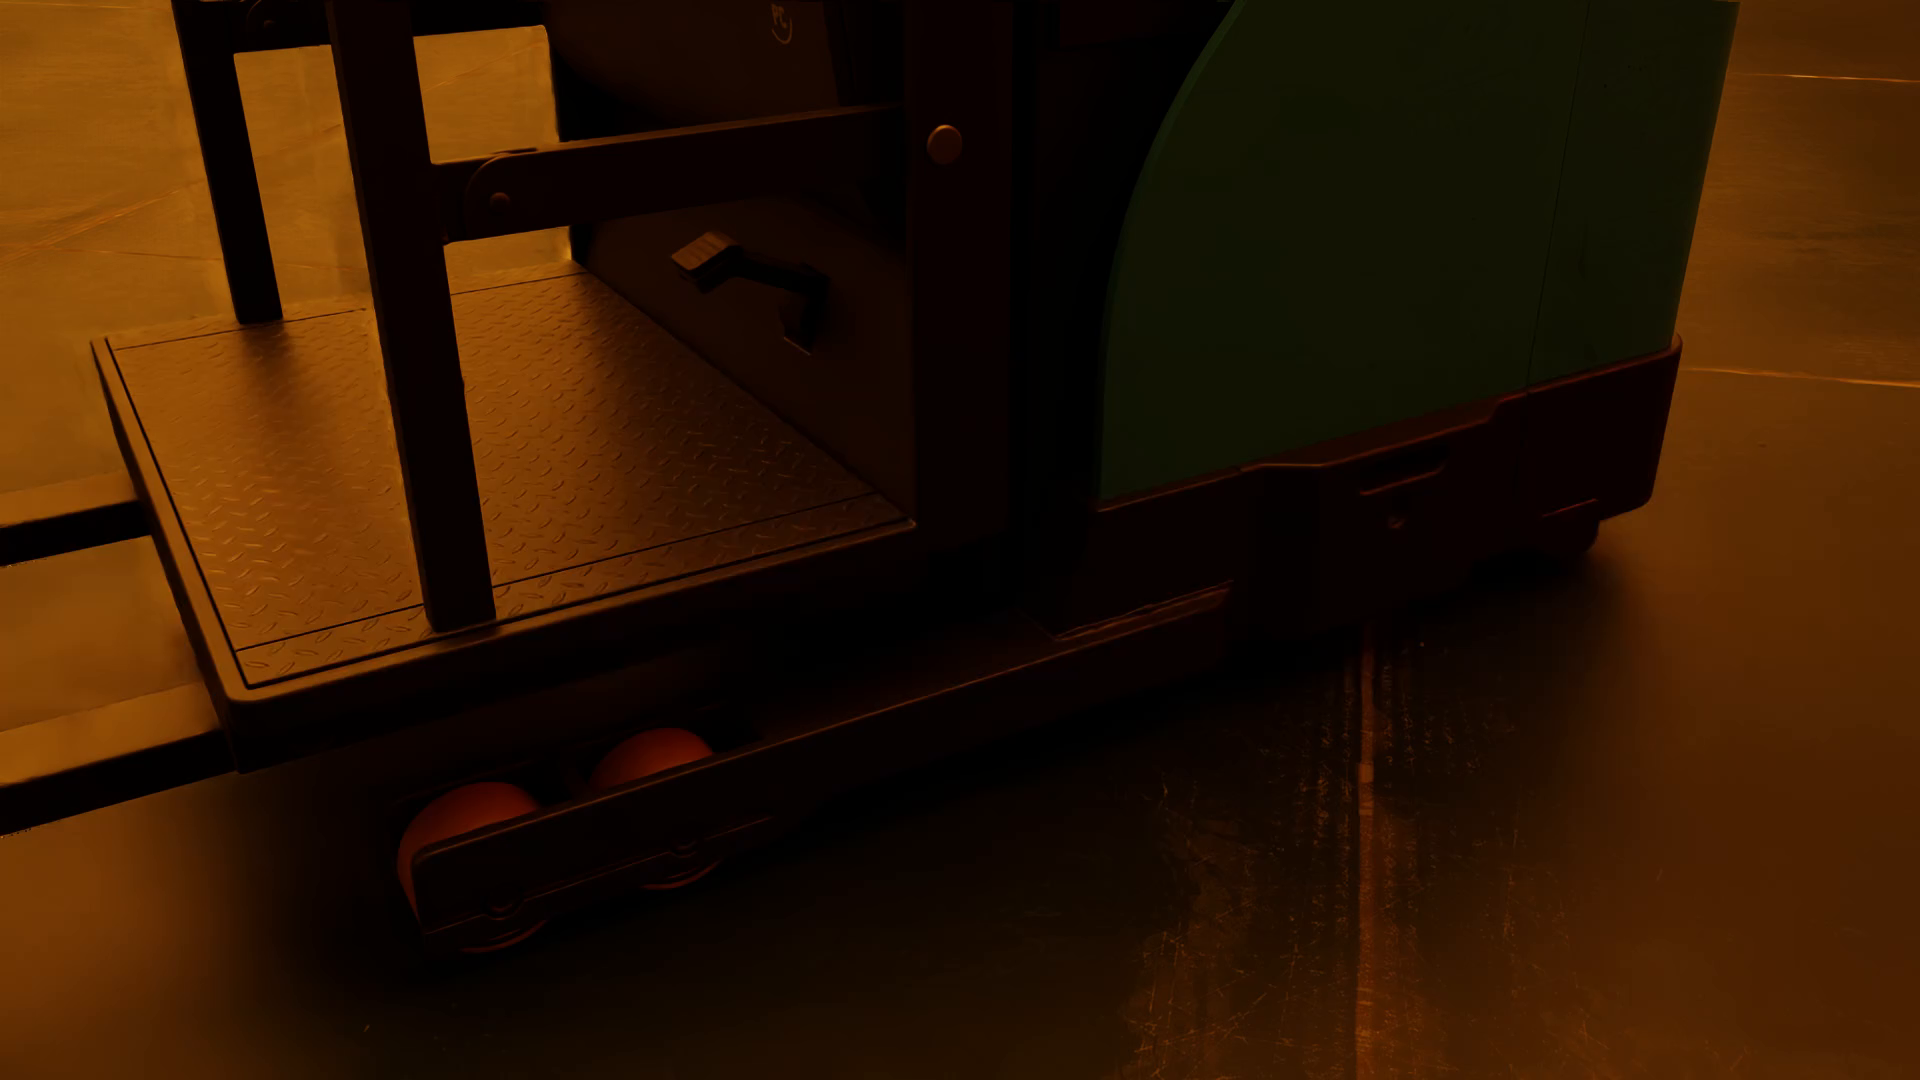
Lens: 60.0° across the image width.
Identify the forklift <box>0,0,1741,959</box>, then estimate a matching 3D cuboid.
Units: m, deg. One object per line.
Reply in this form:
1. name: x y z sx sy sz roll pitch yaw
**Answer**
1. forklift: -0.493 -1.166 1.557 3.031 2.935 1.130 -15 30 -27
